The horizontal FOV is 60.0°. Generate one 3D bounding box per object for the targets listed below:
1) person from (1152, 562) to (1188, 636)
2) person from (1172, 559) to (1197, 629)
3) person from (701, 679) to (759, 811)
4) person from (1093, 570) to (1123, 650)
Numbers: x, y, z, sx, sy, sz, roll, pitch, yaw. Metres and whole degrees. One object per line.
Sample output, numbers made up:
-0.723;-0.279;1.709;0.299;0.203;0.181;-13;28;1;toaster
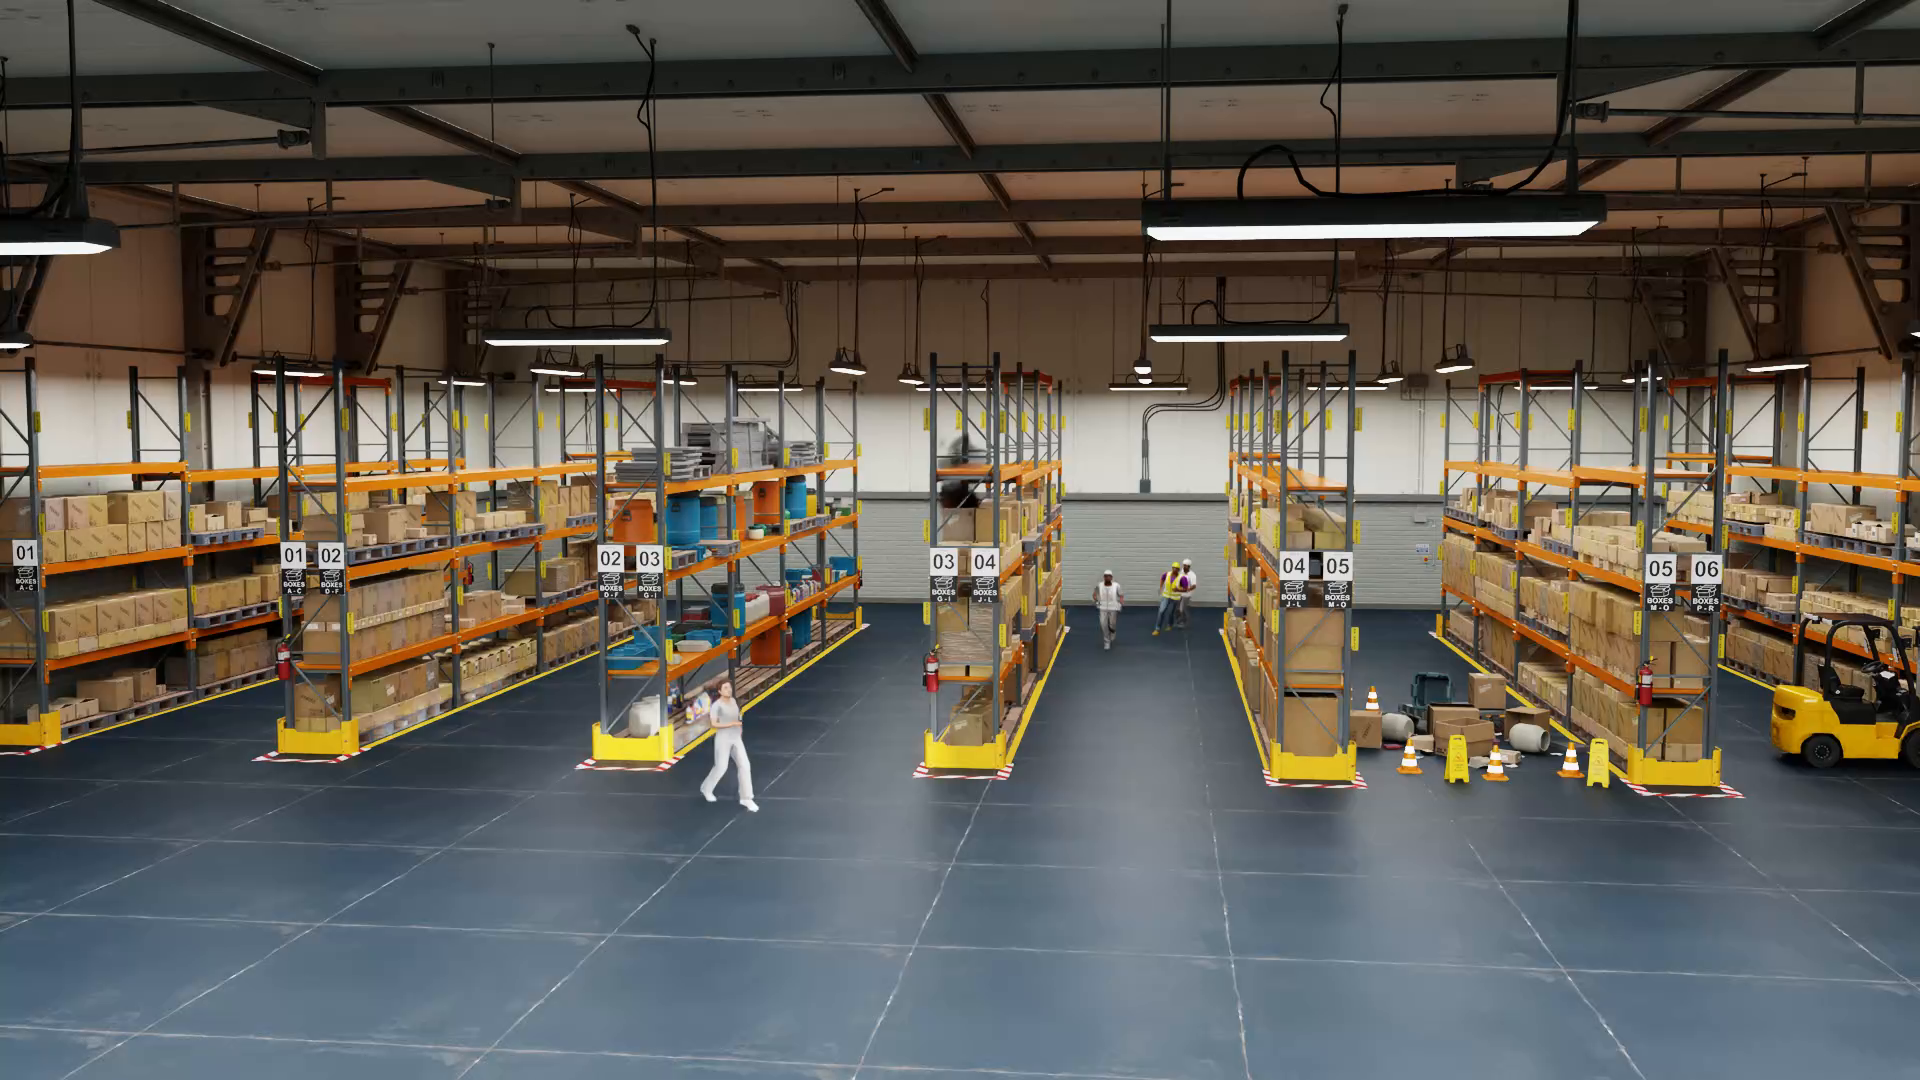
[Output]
4.971;1.361;38.984;0.770;1.715;0.961;2;4;21;person
5.412;1.314;40.122;0.750;1.726;0.669;3;5;35;person
-2.996;2.635;21.580;0.965;1.668;0.572;4;6;44;person
3.273;1.537;36.839;0.682;1.742;0.663;1;4;9;person
